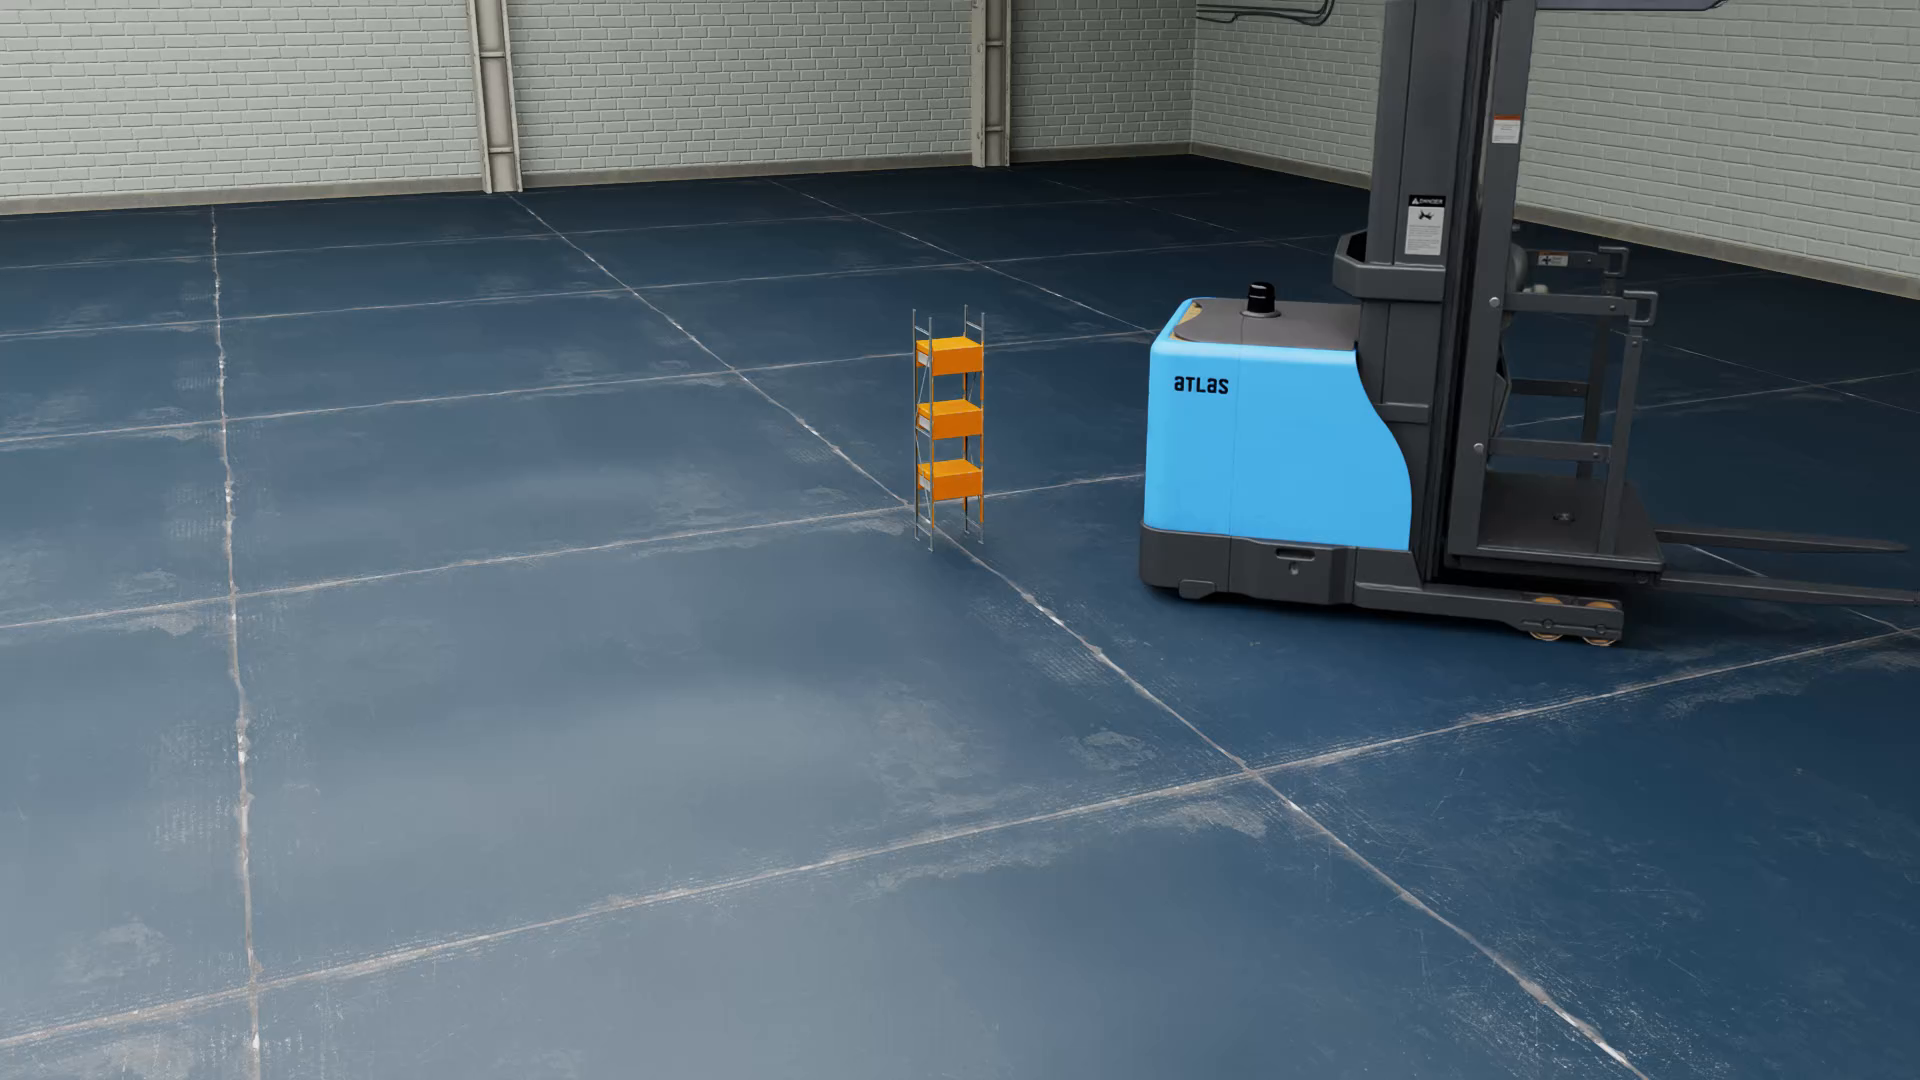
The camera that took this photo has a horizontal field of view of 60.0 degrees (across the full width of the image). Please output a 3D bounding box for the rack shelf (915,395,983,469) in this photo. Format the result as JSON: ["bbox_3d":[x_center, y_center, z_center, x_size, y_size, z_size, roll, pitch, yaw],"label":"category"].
[{"bbox_3d":[-0.049,-0.478,7.331,0.240,0.259,0.215,-8,21,-22],"label":"rack shelf"}]

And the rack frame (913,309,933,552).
[{"bbox_3d":[-0.161,-0.472,7.282,0.008,1.050,0.200,-8,21,-22],"label":"rack frame"}]

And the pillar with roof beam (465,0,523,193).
[{"bbox_3d":[-3.420,-6.851,13.429,0.400,9.000,9.100,-8,21,-22],"label":"pillar with roof beam"}]

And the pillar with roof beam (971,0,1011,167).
[{"bbox_3d":[2.089,-7.640,15.670,0.400,9.000,9.100,-8,21,-22],"label":"pillar with roof beam"}]

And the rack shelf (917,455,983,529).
[{"bbox_3d":[-0.049,-0.216,7.423,0.240,0.259,0.215,-8,21,-22],"label":"rack shelf"}]

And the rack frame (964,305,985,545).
[{"bbox_3d":[0.063,-0.504,7.373,0.008,1.050,0.200,-8,21,-22],"label":"rack frame"}]

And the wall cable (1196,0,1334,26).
[{"bbox_3d":[3.612,-7.472,19.870,0.112,2.526,3.097,-8,21,-22],"label":"wall cable"}]

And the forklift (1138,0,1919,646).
[{"bbox_3d":[2.312,-1.172,6.438,3.031,2.935,1.130,5,20,14],"label":"forklift"}]

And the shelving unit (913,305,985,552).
[{"bbox_3d":[-0.049,-0.488,7.328,0.252,1.050,0.215,-8,21,-22],"label":"shelving unit"}]

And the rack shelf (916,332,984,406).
[{"bbox_3d":[-0.049,-0.746,7.237,0.240,0.259,0.215,-8,21,-22],"label":"rack shelf"}]
